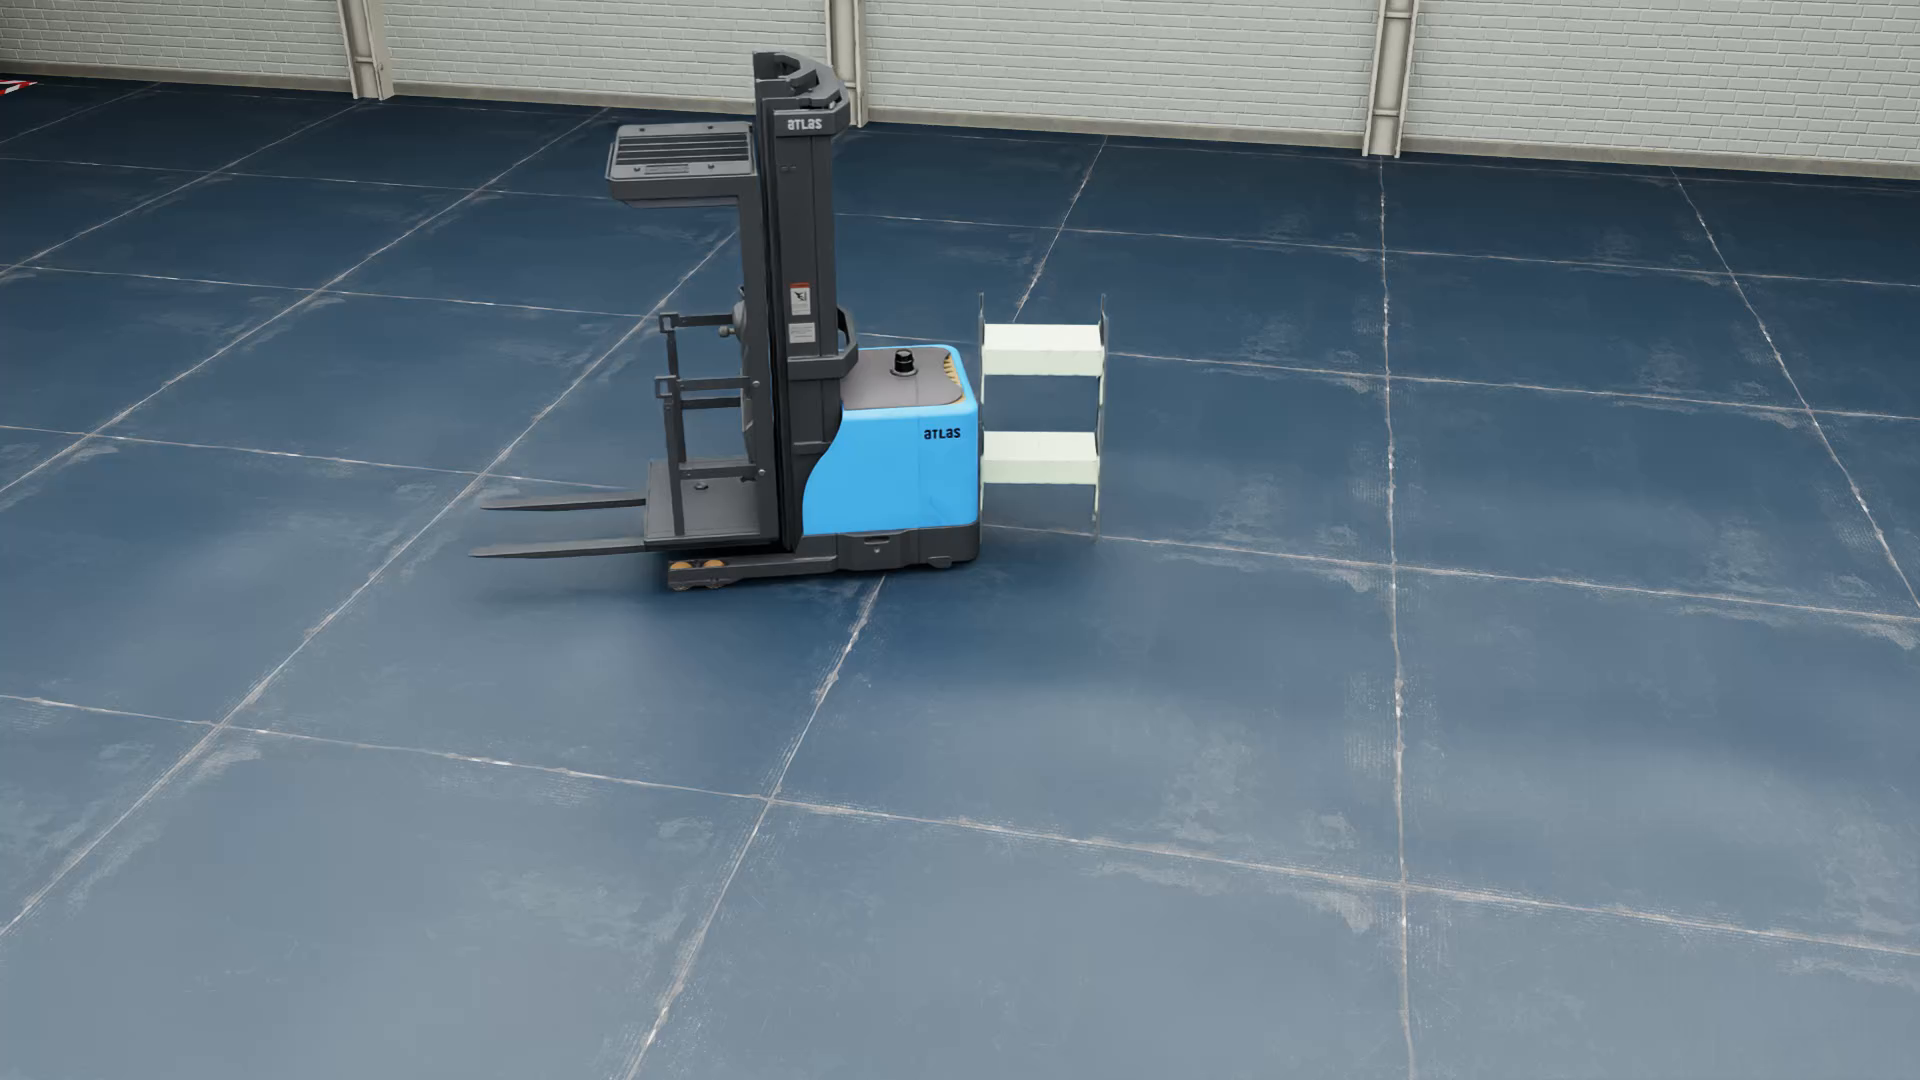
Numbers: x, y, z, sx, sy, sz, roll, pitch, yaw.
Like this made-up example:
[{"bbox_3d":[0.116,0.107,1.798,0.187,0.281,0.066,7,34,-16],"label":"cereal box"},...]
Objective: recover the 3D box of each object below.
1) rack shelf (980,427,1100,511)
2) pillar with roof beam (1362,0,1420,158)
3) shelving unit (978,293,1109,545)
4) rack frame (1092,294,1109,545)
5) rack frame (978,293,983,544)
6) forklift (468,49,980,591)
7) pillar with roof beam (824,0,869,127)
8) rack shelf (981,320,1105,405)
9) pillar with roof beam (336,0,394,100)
[{"bbox_3d":[0.491,-0.442,10.336,0.720,0.370,0.431,1,29,1],"label":"rack shelf"},{"bbox_3d":[3.685,-6.143,12.262,0.400,9.000,9.100,6,29,11],"label":"pillar with roof beam"},{"bbox_3d":[0.491,-0.727,10.179,0.755,1.500,0.431,1,29,1],"label":"shelving unit"},{"bbox_3d":[0.857,-0.724,10.172,0.023,1.500,0.400,1,29,1],"label":"rack frame"},{"bbox_3d":[0.125,-0.731,10.186,0.023,1.500,0.400,1,29,1],"label":"rack frame"},{"bbox_3d":[-1.441,-1.256,9.654,3.031,2.935,1.130,-4,29,-7],"label":"forklift"},{"bbox_3d":[-2.183,-6.744,13.361,0.400,9.000,9.100,6,29,11],"label":"pillar with roof beam"},{"bbox_3d":[0.491,-1.070,9.992,0.720,0.370,0.431,1,29,1],"label":"rack shelf"},{"bbox_3d":[-8.050,-7.346,14.460,0.400,9.000,9.100,6,29,11],"label":"pillar with roof beam"}]
